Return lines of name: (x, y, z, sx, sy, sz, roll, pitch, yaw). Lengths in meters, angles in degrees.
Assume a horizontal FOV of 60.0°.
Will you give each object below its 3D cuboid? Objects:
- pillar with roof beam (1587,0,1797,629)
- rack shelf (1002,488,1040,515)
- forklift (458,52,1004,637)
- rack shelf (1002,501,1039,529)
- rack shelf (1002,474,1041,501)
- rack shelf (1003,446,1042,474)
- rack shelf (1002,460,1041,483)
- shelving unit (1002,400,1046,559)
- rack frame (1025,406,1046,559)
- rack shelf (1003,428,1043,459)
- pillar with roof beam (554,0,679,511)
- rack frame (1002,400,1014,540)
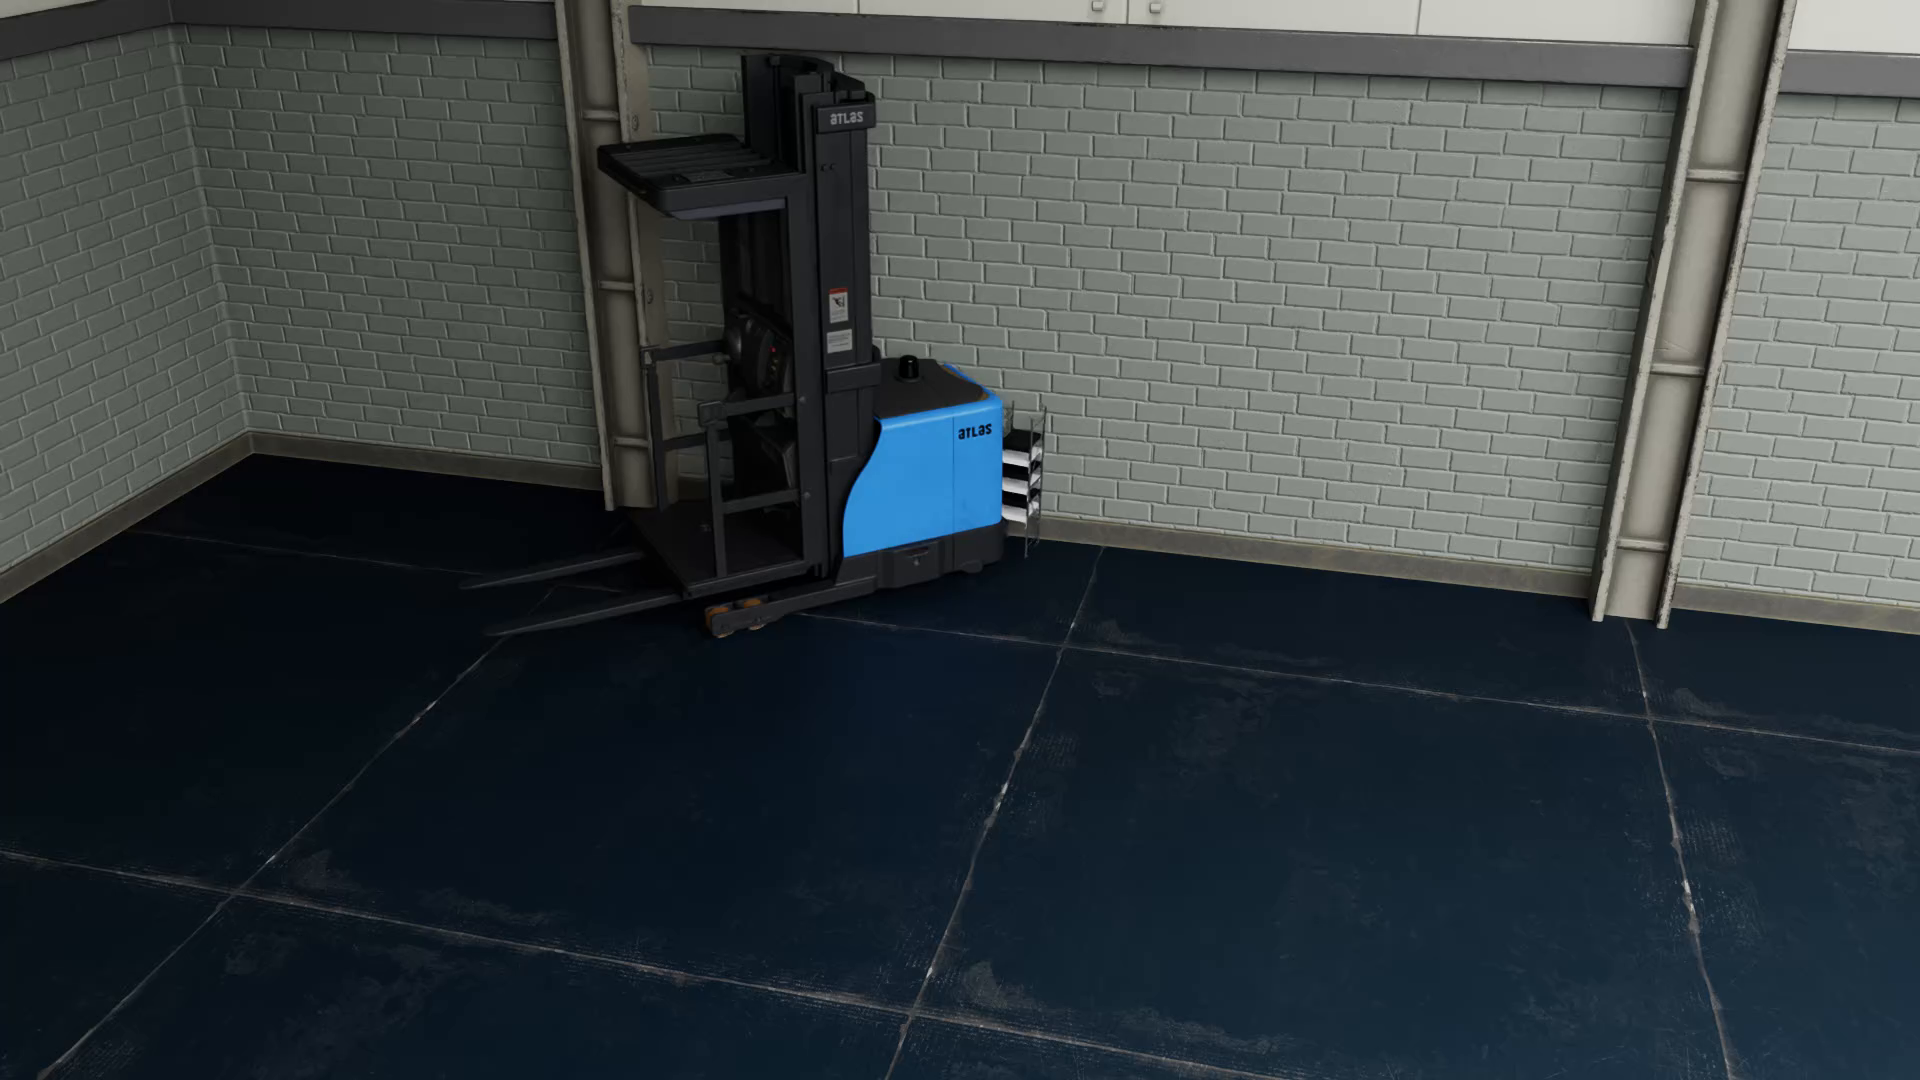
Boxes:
pillar with roof beam: (2.693, -1.864, 3.697, 0.400, 9.000, 9.100, 6, 26, 13)
rack shelf: (0.352, -0.249, 10.004, 0.200, 0.077, 0.258, 12, 28, 19)
forklift: (-1.288, -1.049, 9.043, 3.031, 2.935, 1.130, -13, 28, -25)
rack shelf: (0.350, -0.168, 10.043, 0.200, 0.077, 0.258, 12, 28, 19)
rack shelf: (0.355, -0.329, 9.964, 0.200, 0.077, 0.258, 12, 28, 19)
rack shelf: (0.360, -0.491, 9.886, 0.200, 0.077, 0.258, 12, 28, 19)
rack shelf: (0.357, -0.410, 9.925, 0.200, 0.077, 0.258, 12, 28, 19)
shelving unit: (0.356, -0.359, 9.950, 0.210, 0.900, 0.258, 12, 28, 19)
rack frame: (0.450, -0.340, 9.916, 0.006, 0.900, 0.240, 12, 28, 19)
rack shelf: (0.362, -0.572, 9.847, 0.200, 0.077, 0.258, 12, 28, 19)
pillar with roof beam: (-3.118, -2.506, 5.046, 0.400, 9.000, 9.100, 6, 26, 13)
rack frame: (0.262, -0.379, 9.984, 0.006, 0.900, 0.240, 12, 28, 19)
